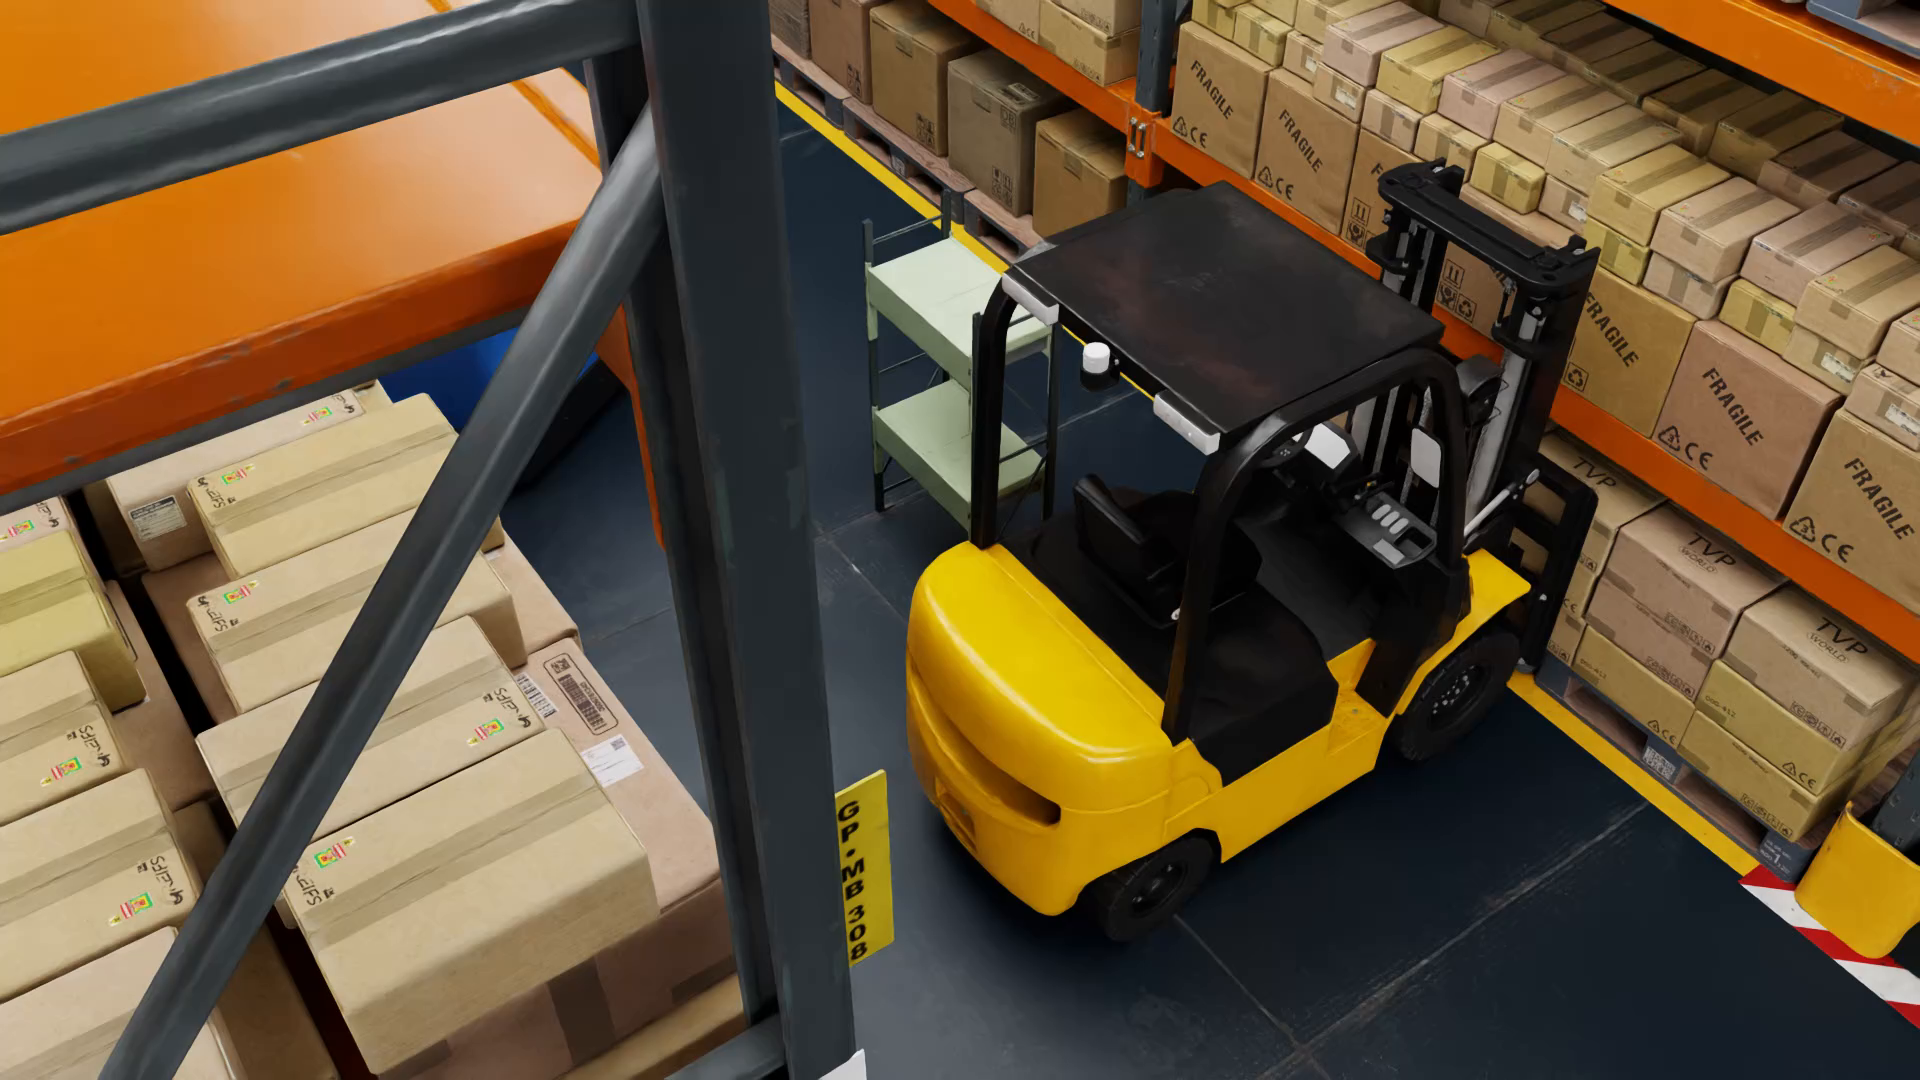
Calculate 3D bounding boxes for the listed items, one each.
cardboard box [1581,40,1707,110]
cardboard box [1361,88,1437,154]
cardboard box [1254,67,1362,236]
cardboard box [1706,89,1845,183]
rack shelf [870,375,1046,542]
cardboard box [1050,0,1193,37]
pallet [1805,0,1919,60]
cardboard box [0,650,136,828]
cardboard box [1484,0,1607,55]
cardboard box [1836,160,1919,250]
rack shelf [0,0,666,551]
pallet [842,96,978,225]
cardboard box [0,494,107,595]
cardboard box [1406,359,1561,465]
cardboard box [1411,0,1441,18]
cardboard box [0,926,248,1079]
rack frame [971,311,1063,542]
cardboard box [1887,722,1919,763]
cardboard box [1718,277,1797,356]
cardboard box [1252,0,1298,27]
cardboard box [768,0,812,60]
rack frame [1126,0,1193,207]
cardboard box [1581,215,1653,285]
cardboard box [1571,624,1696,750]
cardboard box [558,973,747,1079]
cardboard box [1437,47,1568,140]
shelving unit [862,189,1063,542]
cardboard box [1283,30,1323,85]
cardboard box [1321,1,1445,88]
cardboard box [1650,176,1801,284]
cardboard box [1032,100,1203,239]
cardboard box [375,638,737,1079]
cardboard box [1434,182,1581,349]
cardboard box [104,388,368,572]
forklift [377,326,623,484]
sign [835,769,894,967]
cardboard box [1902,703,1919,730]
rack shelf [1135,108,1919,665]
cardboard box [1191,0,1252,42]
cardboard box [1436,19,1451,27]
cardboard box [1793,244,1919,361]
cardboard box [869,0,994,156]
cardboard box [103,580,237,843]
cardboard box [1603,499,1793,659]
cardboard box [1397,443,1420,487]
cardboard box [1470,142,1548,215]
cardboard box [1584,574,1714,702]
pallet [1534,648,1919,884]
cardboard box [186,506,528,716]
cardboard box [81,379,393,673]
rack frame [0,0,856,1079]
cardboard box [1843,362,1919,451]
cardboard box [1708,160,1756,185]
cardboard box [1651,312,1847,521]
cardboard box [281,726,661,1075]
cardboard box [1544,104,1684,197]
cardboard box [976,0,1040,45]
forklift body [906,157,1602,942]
[{"bbox_3d":[2.471,-1.654,6.044,0.380,0.149,0.250,-24,49,-23],"label":"cardboard box"},{"bbox_3d":[1.732,-1.617,6.220,0.380,0.149,0.250,-26,50,-25],"label":"cardboard box"},{"bbox_3d":[1.566,-1.624,6.698,0.500,0.500,0.500,-25,49,-24],"label":"cardboard box"},{"bbox_3d":[2.831,-1.397,5.775,0.380,0.149,0.250,-27,50,-25],"label":"cardboard box"},{"bbox_3d":[0.004,-0.303,6.944,0.431,0.370,0.720,-26,49,-24],"label":"rack shelf"},{"bbox_3d":[0.724,-2.535,7.470,0.500,0.250,0.500,-27,50,-25],"label":"cardboard box"},{"bbox_3d":[3.120,-1.429,4.458,1.003,0.211,1.213,-26,49,-24],"label":"pallet"},{"bbox_3d":[-1.279,0.341,2.143,0.380,0.149,0.250,-26,50,-25],"label":"cardboard box"},{"bbox_3d":[2.244,-1.973,6.378,0.380,0.149,0.250,-26,50,-25],"label":"cardboard box"},{"bbox_3d":[3.072,-1.070,5.432,0.380,0.149,0.250,-25,49,-24],"label":"cardboard box"},{"bbox_3d":[-1.710,-1.044,2.341,1.077,0.370,4.000,-26,49,-24],"label":"rack shelf"},{"bbox_3d":[0.059,-2.316,9.514,1.003,0.211,1.213,-26,49,-24],"label":"pallet"},{"bbox_3d":[-1.516,0.036,2.463,0.380,0.149,0.250,-26,49,-24],"label":"cardboard box"},{"bbox_3d":[2.106,-0.481,6.535,0.500,0.250,0.500,-27,50,-25],"label":"cardboard box"},{"bbox_3d":[1.917,-2.245,6.663,0.380,0.149,0.250,-26,50,-25],"label":"cardboard box"},{"bbox_3d":[-1.002,0.640,1.831,0.380,0.149,0.250,-25,49,-24],"label":"cardboard box"},{"bbox_3d":[0.213,-0.331,6.502,0.400,1.500,0.023,-26,49,-24],"label":"rack frame"},{"bbox_3d":[3.382,0.522,6.209,0.500,0.250,0.500,-26,49,-24],"label":"cardboard box"},{"bbox_3d":[2.674,-0.771,5.334,0.380,0.149,0.250,-26,49,-25],"label":"cardboard box"},{"bbox_3d":[1.392,-2.206,6.622,0.380,0.149,0.250,-25,49,-24],"label":"cardboard box"},{"bbox_3d":[-0.728,-3.431,10.078,0.875,0.625,0.625,-24,49,-23],"label":"cardboard box"},{"bbox_3d":[1.215,-2.231,7.406,1.000,3.000,0.127,-26,49,-24],"label":"rack frame"},{"bbox_3d":[2.321,-1.039,5.615,0.380,0.149,0.250,-25,49,-24],"label":"cardboard box"},{"bbox_3d":[2.698,0.450,6.284,0.500,0.250,0.500,-26,49,-24],"label":"cardboard box"},{"bbox_3d":[-0.489,0.687,2.359,0.380,0.149,0.250,-26,49,-24],"label":"cardboard box"},{"bbox_3d":[1.956,-1.613,6.001,0.380,0.149,0.250,-26,49,-25],"label":"cardboard box"},{"bbox_3d":[0.004,-0.539,6.719,0.431,1.500,0.755,-26,49,-24],"label":"shelving unit"},{"bbox_3d":[1.503,-1.935,6.553,0.380,0.149,0.250,-26,49,-25],"label":"cardboard box"},{"bbox_3d":[1.594,-1.872,6.272,0.380,0.149,0.250,-25,49,-24],"label":"cardboard box"},{"bbox_3d":[2.465,-1.003,5.361,0.380,0.149,0.250,-25,49,-23],"label":"cardboard box"},{"bbox_3d":[0.907,-1.815,8.386,0.875,0.625,0.625,-24,48,-23],"label":"cardboard box"},{"bbox_3d":[-0.635,0.469,2.298,0.500,0.250,0.500,-27,50,-25],"label":"cardboard box"},{"bbox_3d":[2.127,-1.045,6.091,0.500,0.500,0.500,-25,49,-24],"label":"cardboard box"},{"bbox_3d":[-1.154,-0.143,2.651,0.380,0.149,0.250,-26,49,-25],"label":"cardboard box"},{"bbox_3d":[-3.115,-1.974,7.186,3.031,2.935,1.130,16,46,16],"label":"forklift"},{"bbox_3d":[-0.121,0.382,1.863,0.100,0.325,0.005,-26,49,-24],"label":"sign"},{"bbox_3d":[3.404,0.348,6.029,0.500,0.250,0.500,-25,49,-24],"label":"cardboard box"},{"bbox_3d":[2.359,-0.838,6.468,1.077,0.370,4.000,-26,49,-24],"label":"rack shelf"},{"bbox_3d":[1.181,-2.217,6.849,0.380,0.149,0.250,-26,50,-25],"label":"cardboard box"},{"bbox_3d":[2.105,-2.008,6.630,0.380,0.149,0.250,-25,49,-24],"label":"cardboard box"},{"bbox_3d":[2.787,-0.728,5.074,0.380,0.149,0.250,-25,49,-24],"label":"cardboard box"},{"bbox_3d":[0.038,-2.683,9.294,0.875,0.625,0.625,-28,50,-26],"label":"cardboard box"},{"bbox_3d":[-1.356,0.385,2.386,0.500,0.250,0.500,-26,50,-25],"label":"cardboard box"},{"bbox_3d":[2.687,0.091,5.936,0.500,0.250,0.500,-25,49,-24],"label":"cardboard box"},{"bbox_3d":[2.094,-0.313,6.722,0.500,0.250,0.500,-26,49,-25],"label":"cardboard box"},{"bbox_3d":[2.050,-1.334,5.924,0.380,0.149,0.250,-27,50,-25],"label":"cardboard box"},{"bbox_3d":[2.690,0.256,6.126,0.500,0.250,0.500,-26,50,-25],"label":"cardboard box"},{"bbox_3d":[3.031,0.626,6.432,1.003,0.211,1.213,-26,49,-24],"label":"pallet"},{"bbox_3d":[-0.852,0.131,2.364,0.380,0.149,0.250,-26,49,-24],"label":"cardboard box"},{"bbox_3d":[-1.231,-0.103,2.897,0.500,0.250,0.500,-24,49,-23],"label":"cardboard box"},{"bbox_3d":[-0.566,-0.173,0.905,1.000,3.000,0.127,-26,49,-24],"label":"rack frame"},{"bbox_3d":[2.904,-0.455,5.003,0.380,0.149,0.250,-25,49,-24],"label":"cardboard box"},{"bbox_3d":[2.844,-1.287,5.875,0.380,0.149,0.250,-24,49,-23],"label":"cardboard box"},{"bbox_3d":[2.717,-0.474,5.493,0.500,0.500,0.500,-24,49,-23],"label":"cardboard box"},{"bbox_3d":[-0.602,0.433,2.047,0.380,0.149,0.250,-26,49,-25],"label":"cardboard box"},{"bbox_3d":[2.243,-1.330,5.704,0.380,0.149,0.250,-25,49,-24],"label":"cardboard box"},{"bbox_3d":[0.420,-2.641,7.944,0.500,0.250,0.500,-26,49,-25],"label":"cardboard box"},{"bbox_3d":[0.922,-0.012,5.696,2.313,2.155,1.214,-26,49,-24],"label":"forklift body"}]
